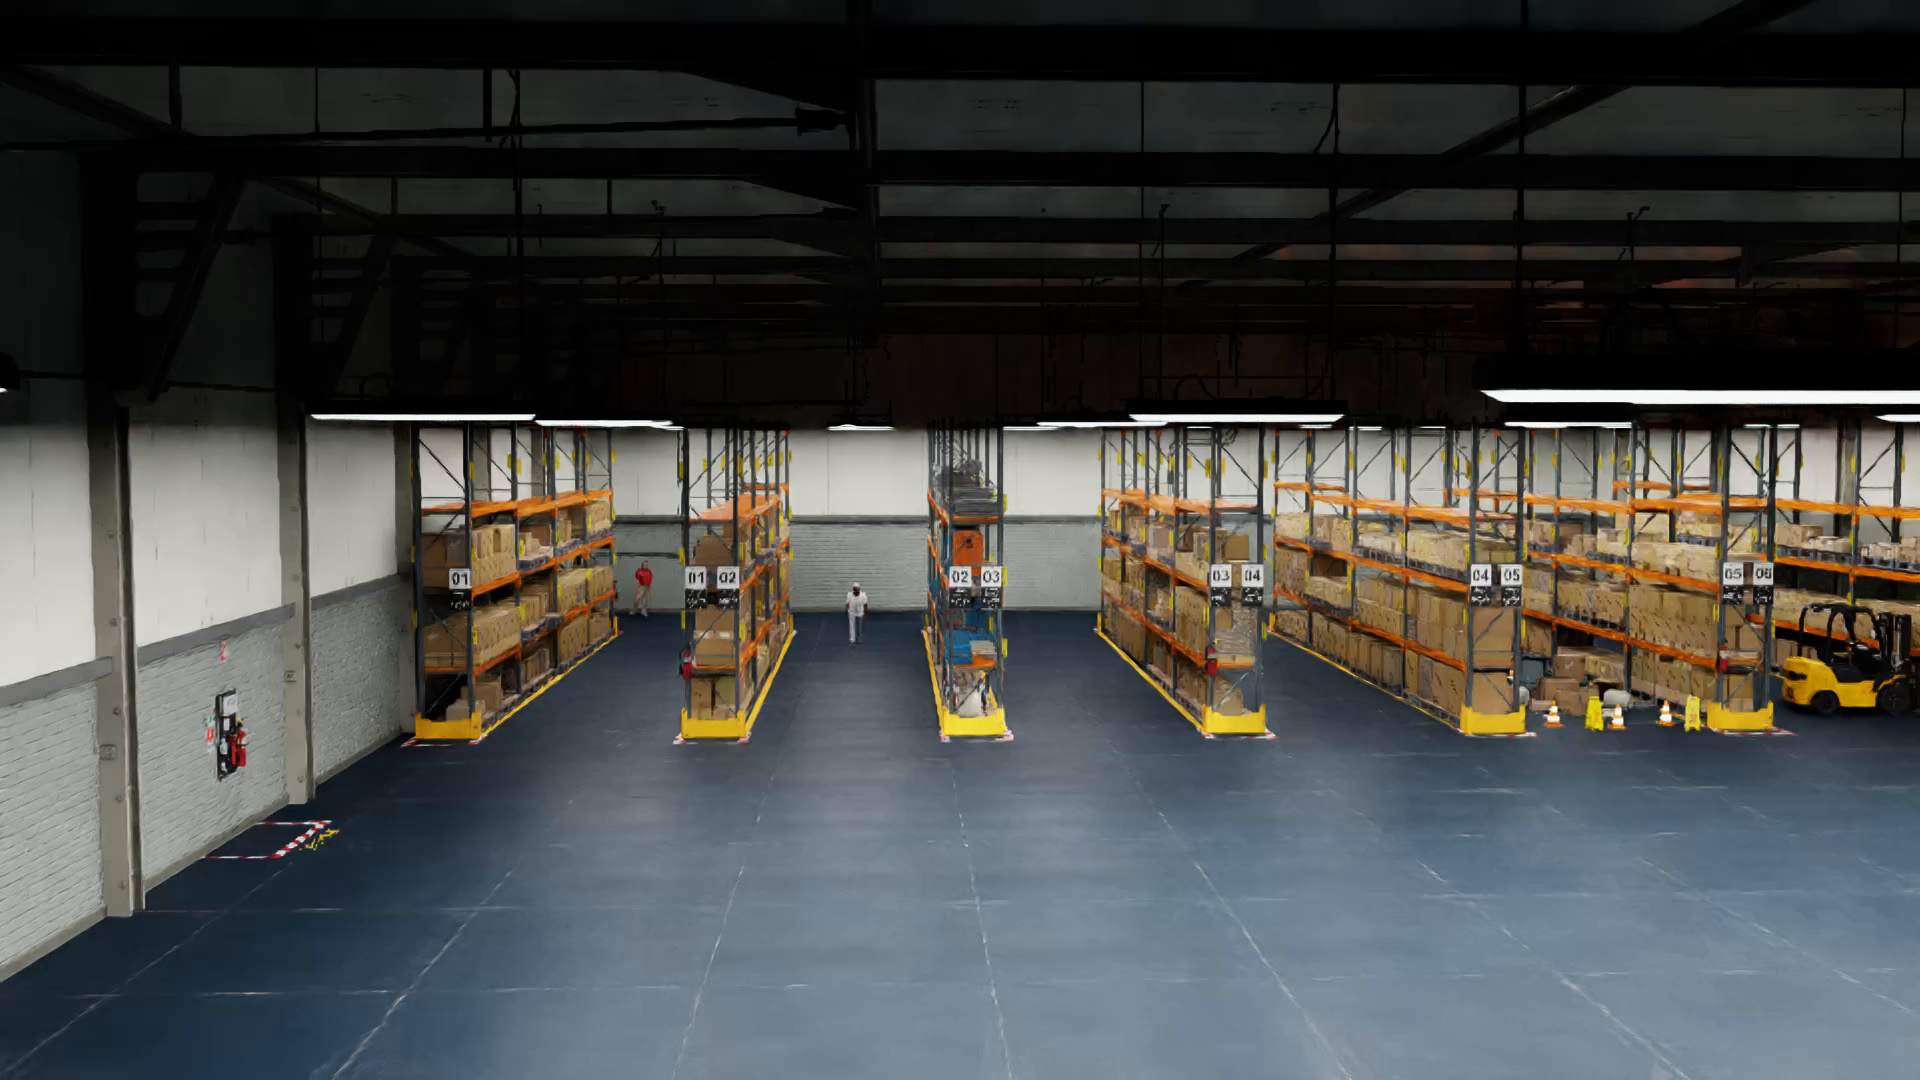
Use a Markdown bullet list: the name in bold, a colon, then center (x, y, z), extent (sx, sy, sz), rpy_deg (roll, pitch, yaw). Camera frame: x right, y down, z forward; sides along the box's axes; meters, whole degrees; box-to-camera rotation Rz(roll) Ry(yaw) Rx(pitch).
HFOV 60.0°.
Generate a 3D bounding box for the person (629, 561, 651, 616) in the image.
- **person**: center (-9.872, 1.501, 51.513), extent (0.714, 1.718, 0.457), rpy_deg (-3, 5, -42)

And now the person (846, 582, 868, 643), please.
- **person**: center (-2.774, 1.923, 44.726), extent (0.575, 1.633, 0.951), rpy_deg (0, 4, -5)
